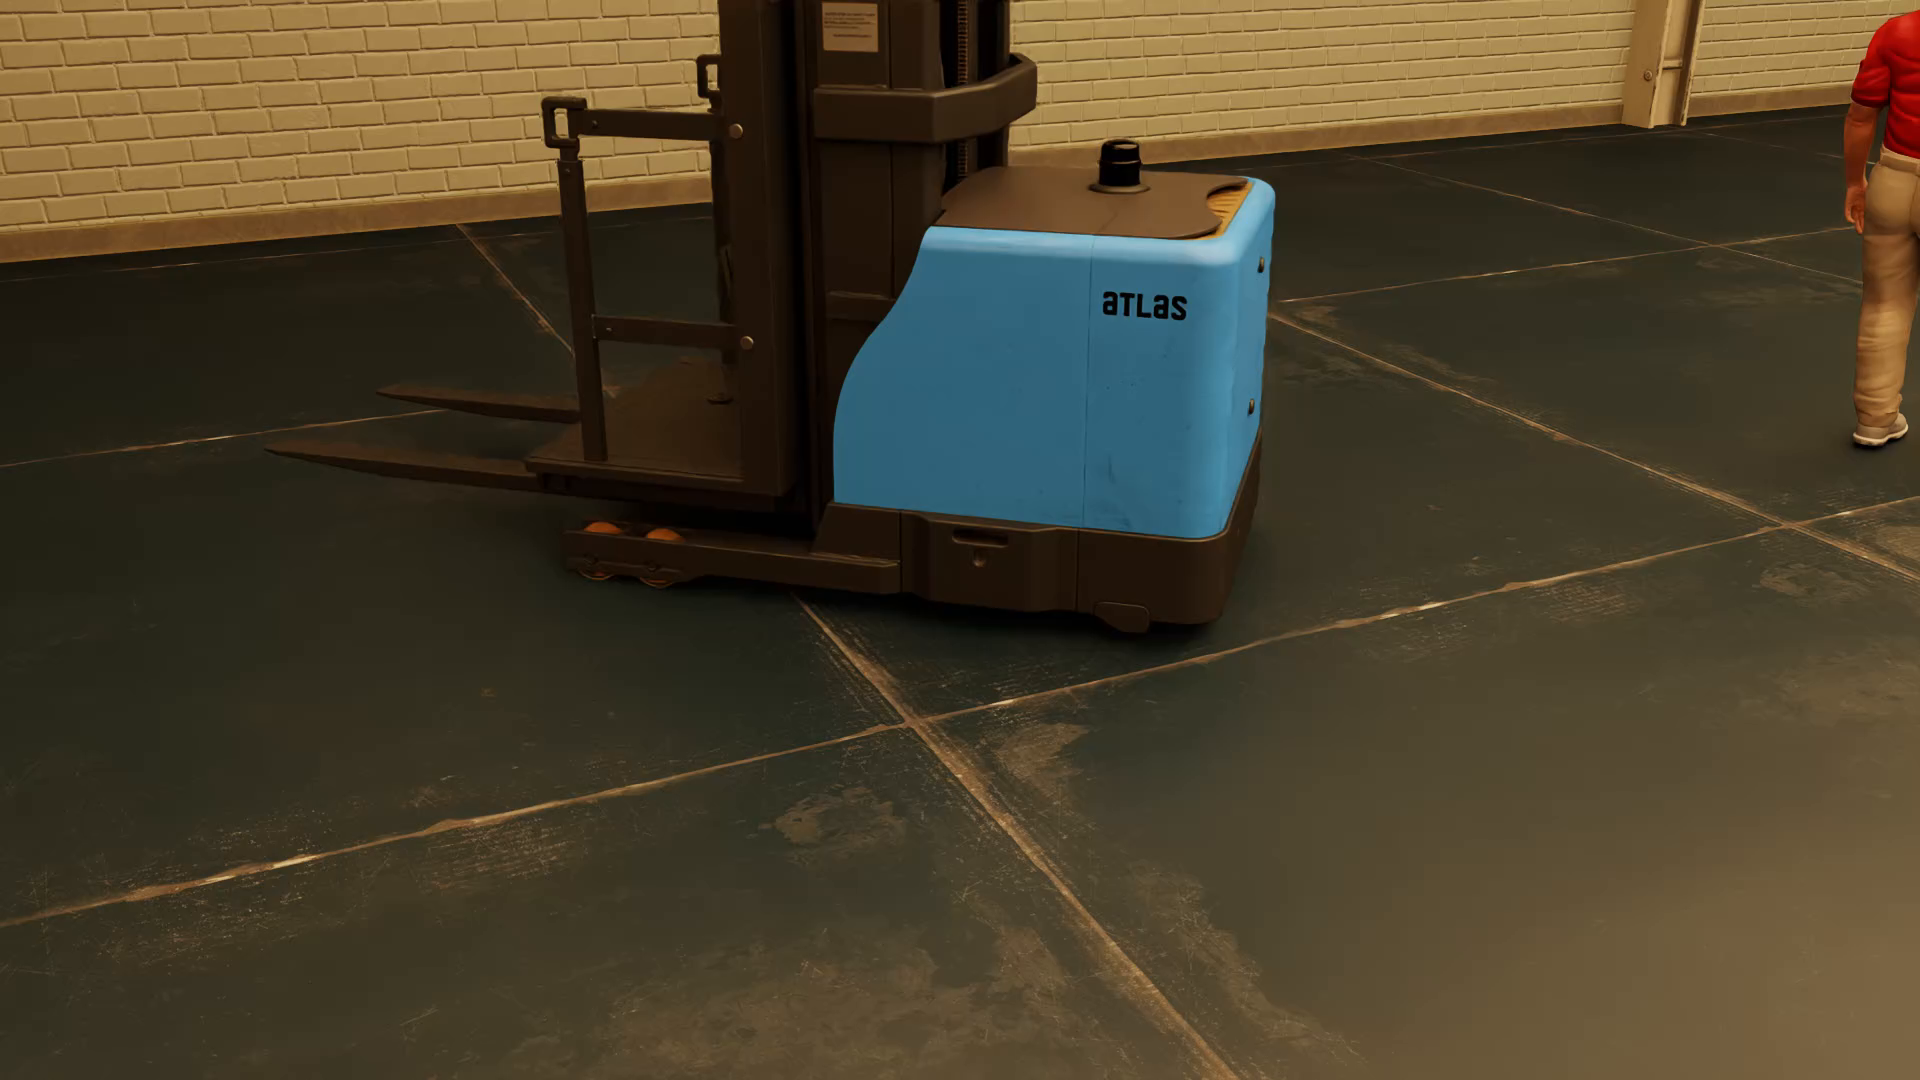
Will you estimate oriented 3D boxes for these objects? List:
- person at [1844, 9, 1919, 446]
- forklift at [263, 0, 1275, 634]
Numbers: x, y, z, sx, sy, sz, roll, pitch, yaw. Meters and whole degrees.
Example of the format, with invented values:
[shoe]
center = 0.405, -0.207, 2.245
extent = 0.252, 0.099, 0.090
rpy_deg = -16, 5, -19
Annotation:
[person]
center = 3.328, -1.149, 5.598
extent = 0.551, 1.727, 0.640
rpy_deg = -16, 27, -33
[forklift]
center = -0.643, -1.403, 4.665
extent = 3.031, 2.935, 1.130
rpy_deg = 6, 23, 14
